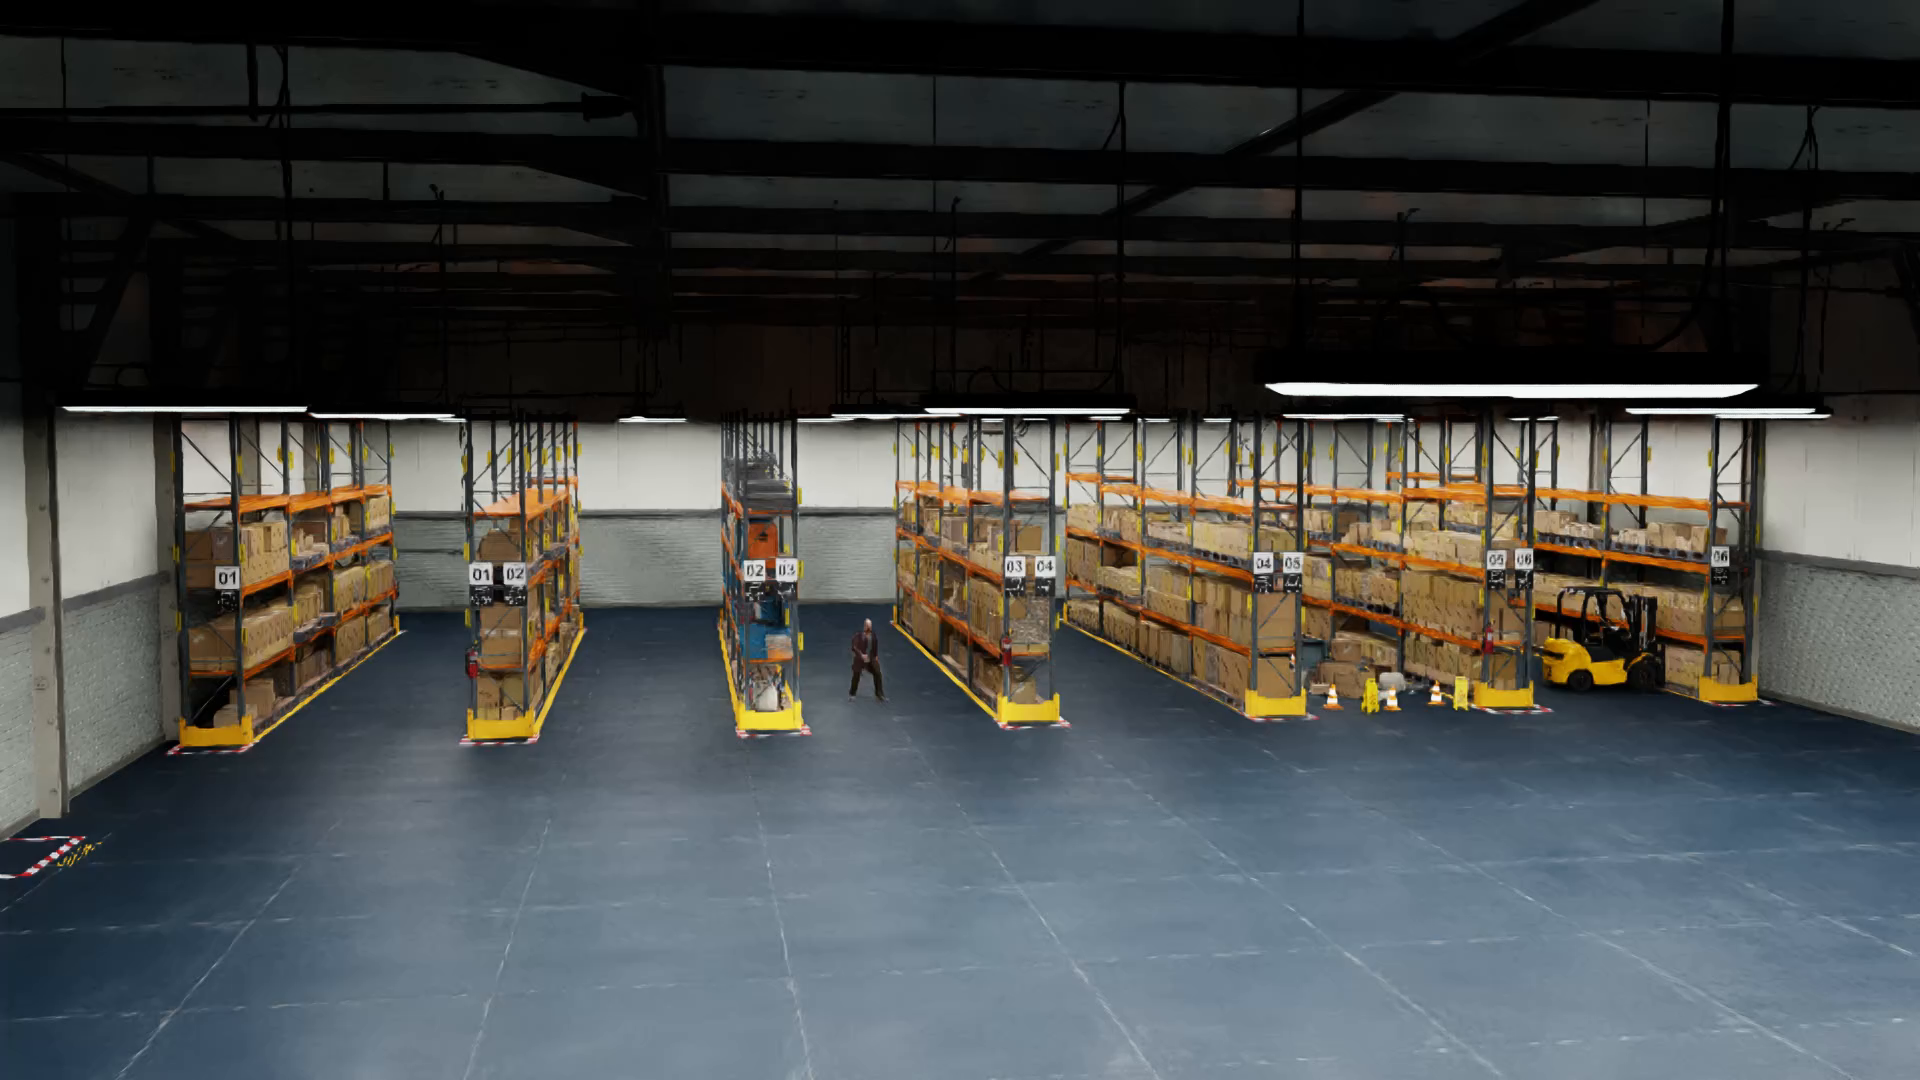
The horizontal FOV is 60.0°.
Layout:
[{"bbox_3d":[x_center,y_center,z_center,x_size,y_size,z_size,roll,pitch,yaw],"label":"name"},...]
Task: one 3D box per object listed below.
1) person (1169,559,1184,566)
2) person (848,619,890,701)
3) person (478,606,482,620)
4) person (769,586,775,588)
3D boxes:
[{"bbox_3d":[6.737,1.226,51.577,0.388,1.783,0.624,-3,5,-40],"label":"person"},{"bbox_3d":[-1.947,2.458,34.285,0.737,1.702,0.868,-2,4,-27],"label":"person"},{"bbox_3d":[-12.326,1.931,43.302,0.417,1.517,1.037,0,4,-7],"label":"person"},{"bbox_3d":[-5.528,1.529,48.302,0.563,1.637,0.720,2,4,25],"label":"person"}]
